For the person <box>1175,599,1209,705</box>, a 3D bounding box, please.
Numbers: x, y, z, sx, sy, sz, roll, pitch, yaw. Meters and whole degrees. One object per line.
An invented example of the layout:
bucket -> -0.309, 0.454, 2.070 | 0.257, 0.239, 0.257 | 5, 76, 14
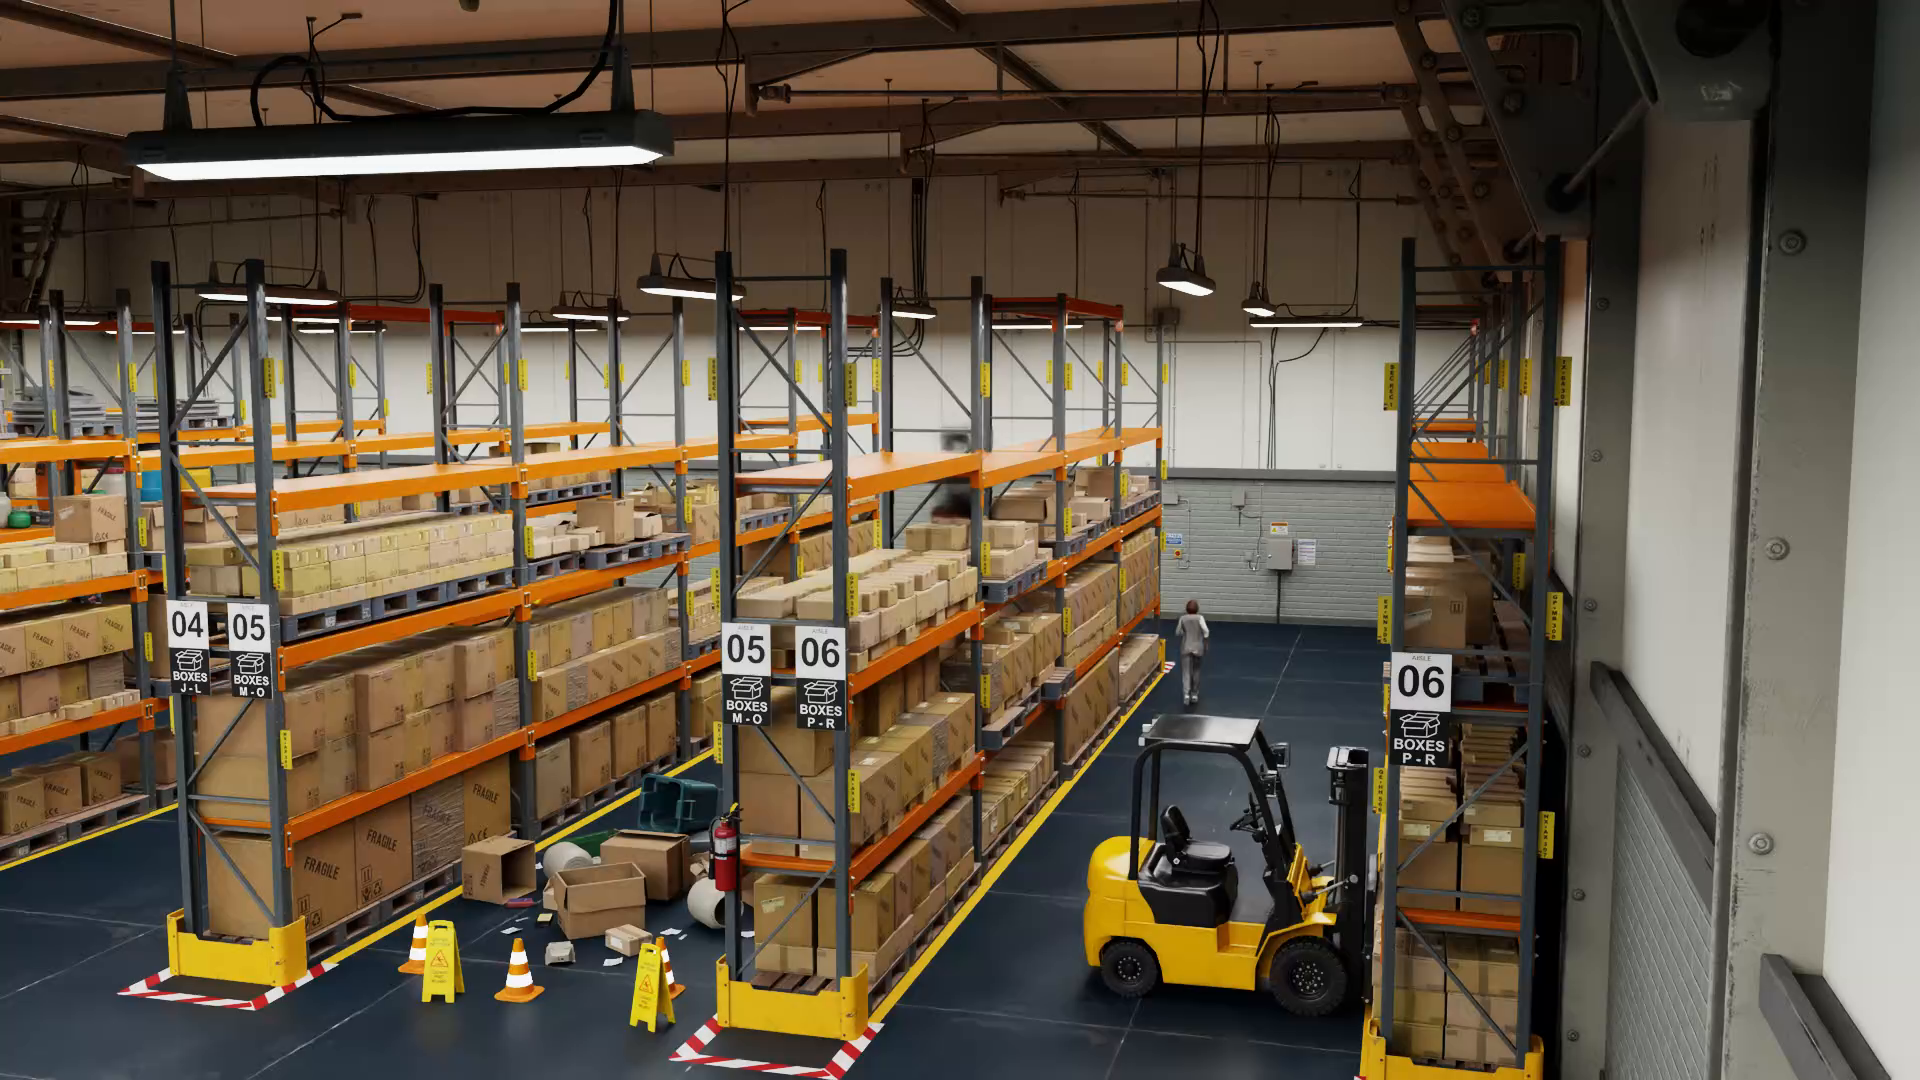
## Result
person -> 3.491, 1.704, 25.045 | 0.520, 1.602, 0.842 | 1, 6, 11

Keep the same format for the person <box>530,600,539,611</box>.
person -> -6.379, 1.679, 24.898 | 0.721, 1.731, 0.569 | 1, 6, 13
